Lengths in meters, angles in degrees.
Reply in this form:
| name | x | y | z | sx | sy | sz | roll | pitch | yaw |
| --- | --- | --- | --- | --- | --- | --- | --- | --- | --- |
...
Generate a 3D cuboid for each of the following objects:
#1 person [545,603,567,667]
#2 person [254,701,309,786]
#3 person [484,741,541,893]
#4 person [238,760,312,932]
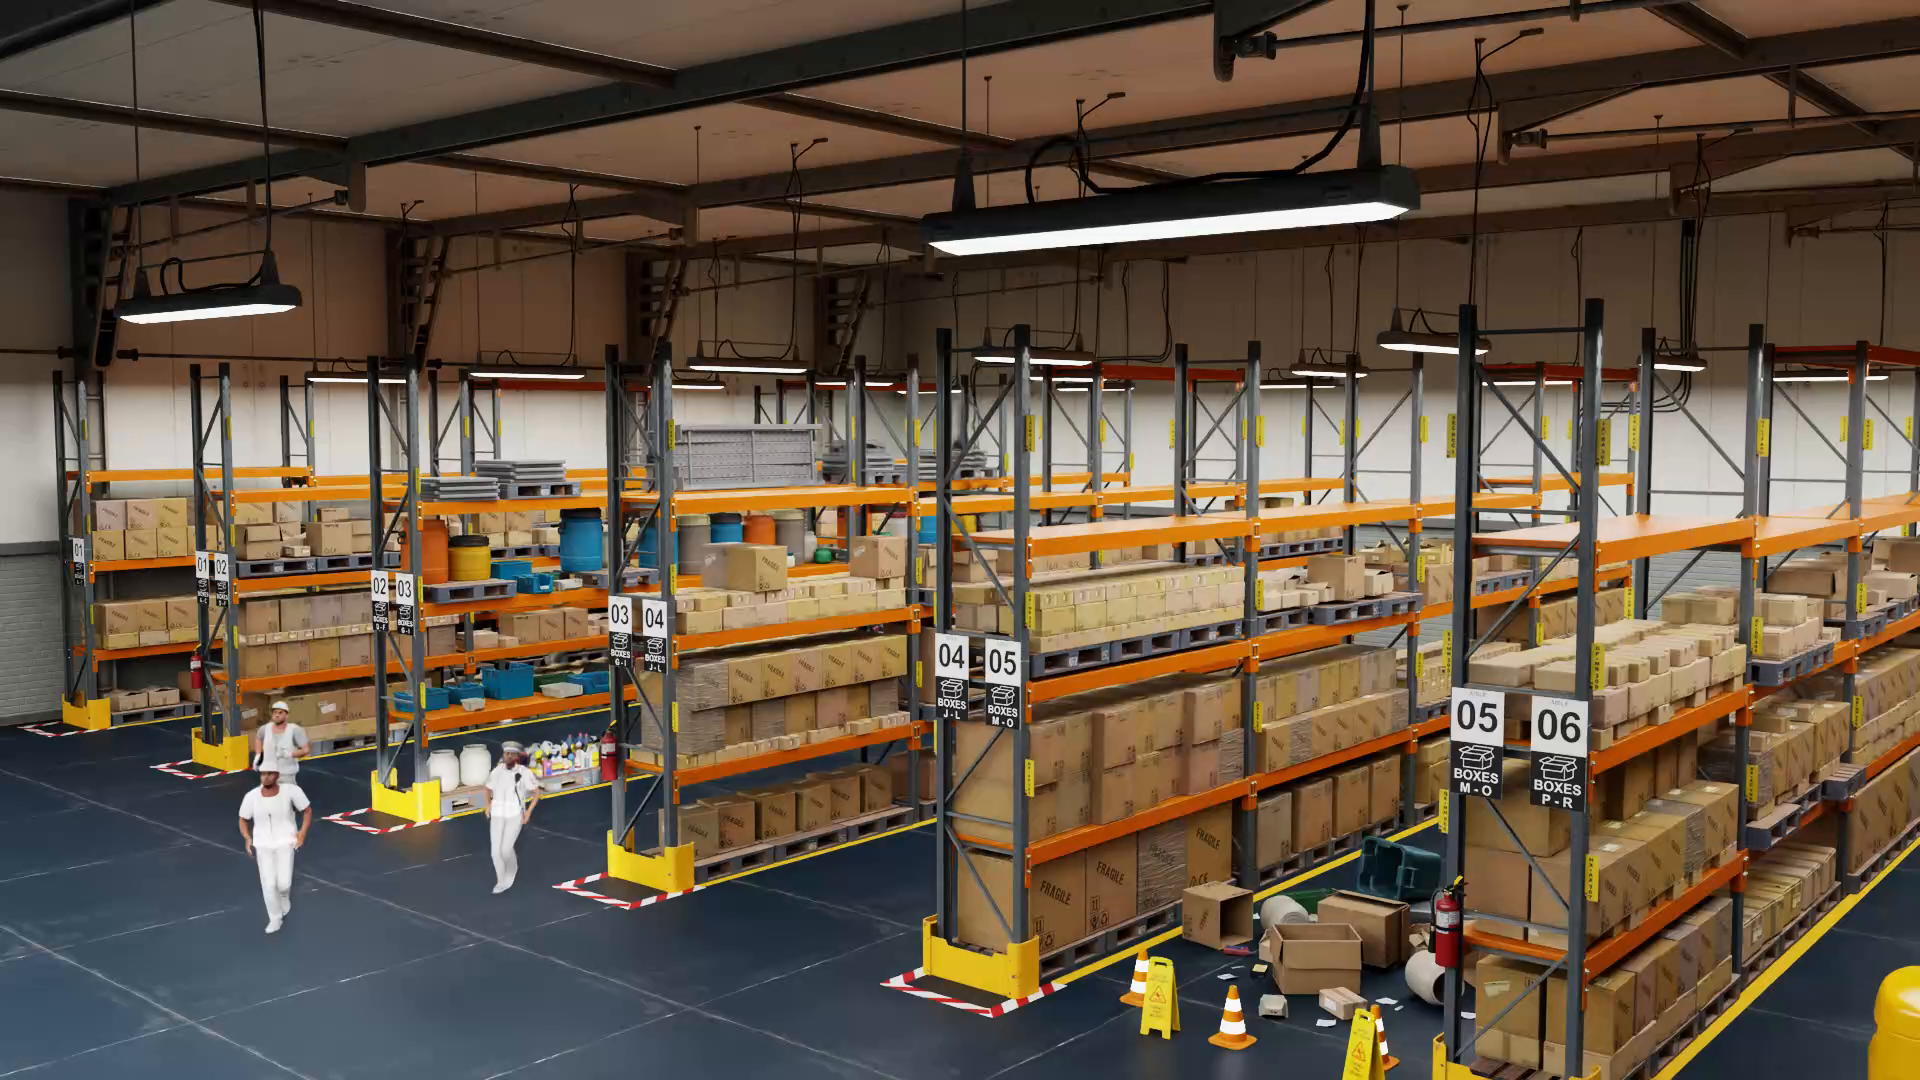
| name | x | y | z | sx | sy | sz | roll | pitch | yaw |
| --- | --- | --- | --- | --- | --- | --- | --- | --- | --- |
| person | -7.714 | 2.004 | 31.934 | 0.659 | 1.754 | 0.603 | 3 | 5 | 38 |
| person | -8.142 | 2.828 | 19.974 | 0.650 | 1.815 | 0.725 | -1 | 4 | -16 |
| person | -4.940 | 3.027 | 18.146 | 0.603 | 1.671 | 0.500 | 1 | 4 | 7 |
| person | -6.965 | 3.088 | 16.905 | 0.698 | 1.729 | 0.546 | -1 | 4 | -14 |
